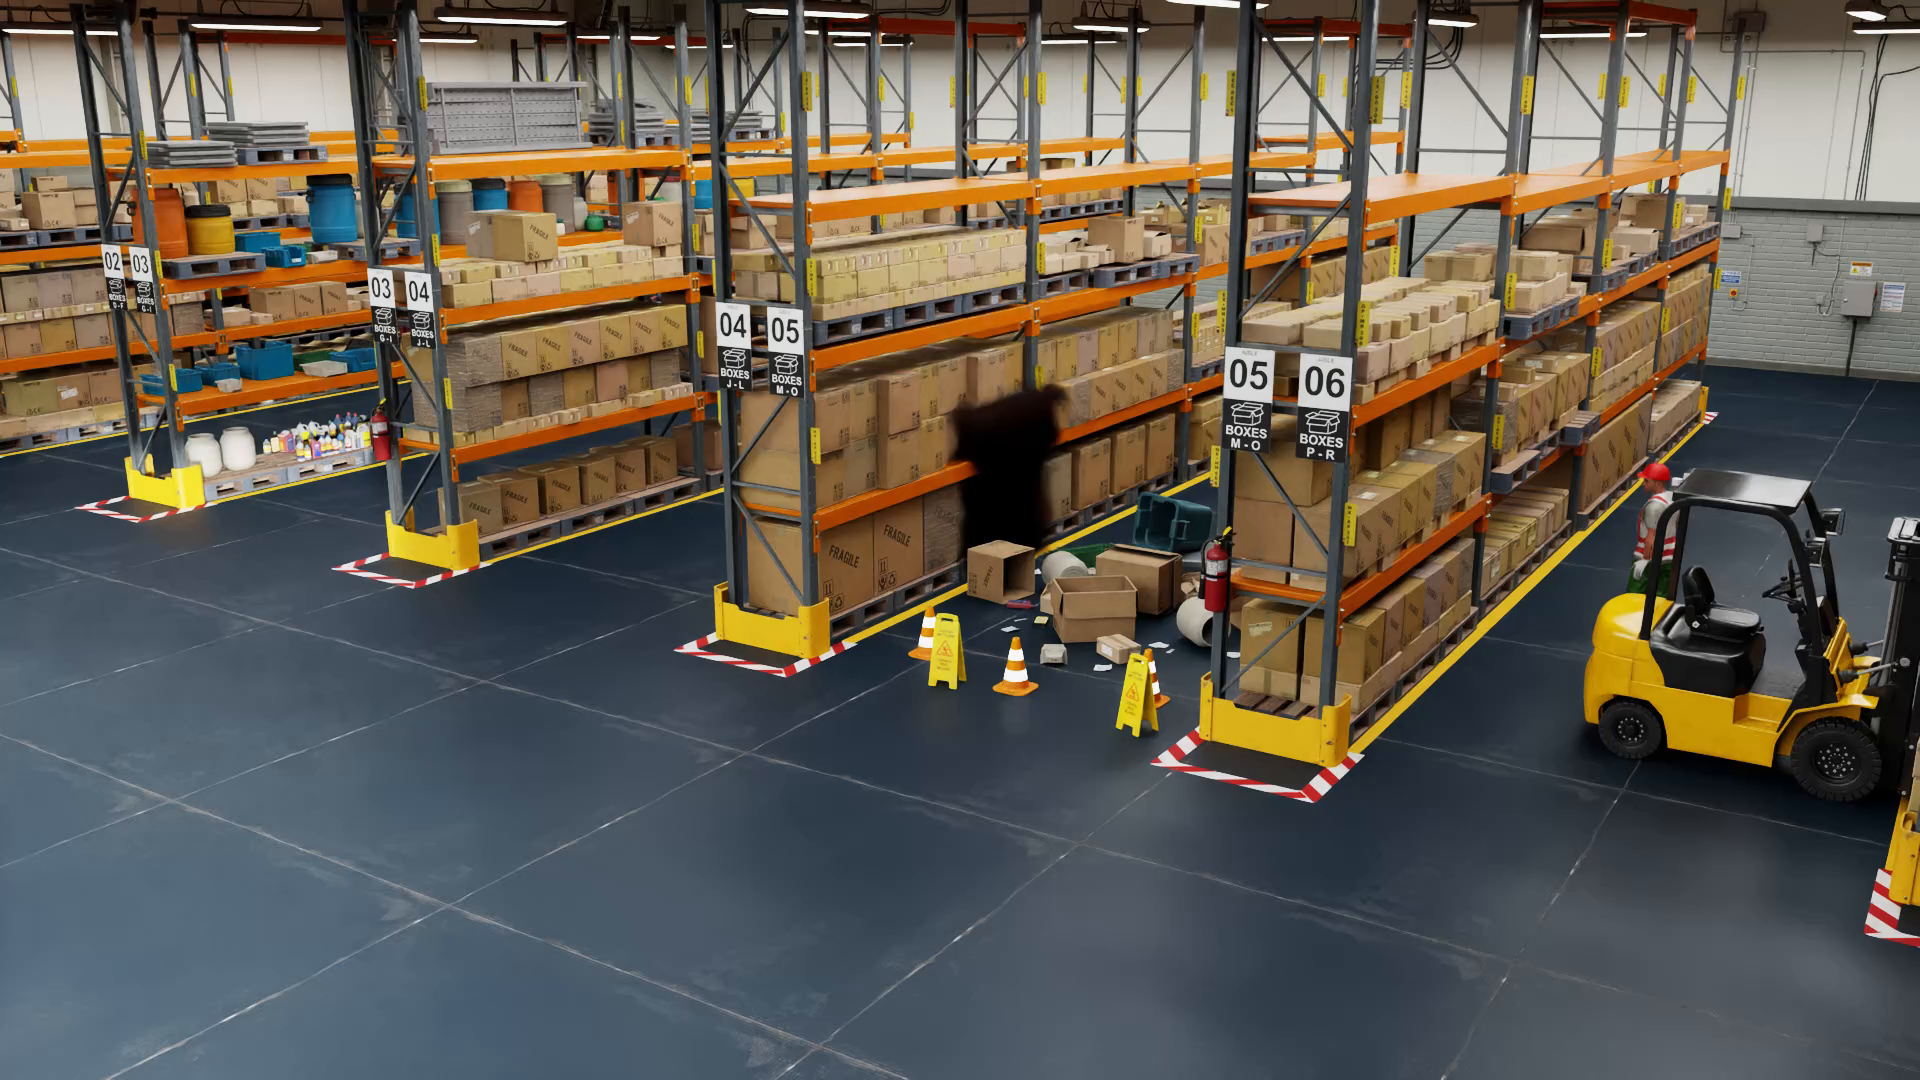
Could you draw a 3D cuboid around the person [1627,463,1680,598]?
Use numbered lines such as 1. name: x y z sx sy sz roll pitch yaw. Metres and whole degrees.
1. person: 6.380 0.176 15.290 0.602 1.789 0.385 -7 17 -23
